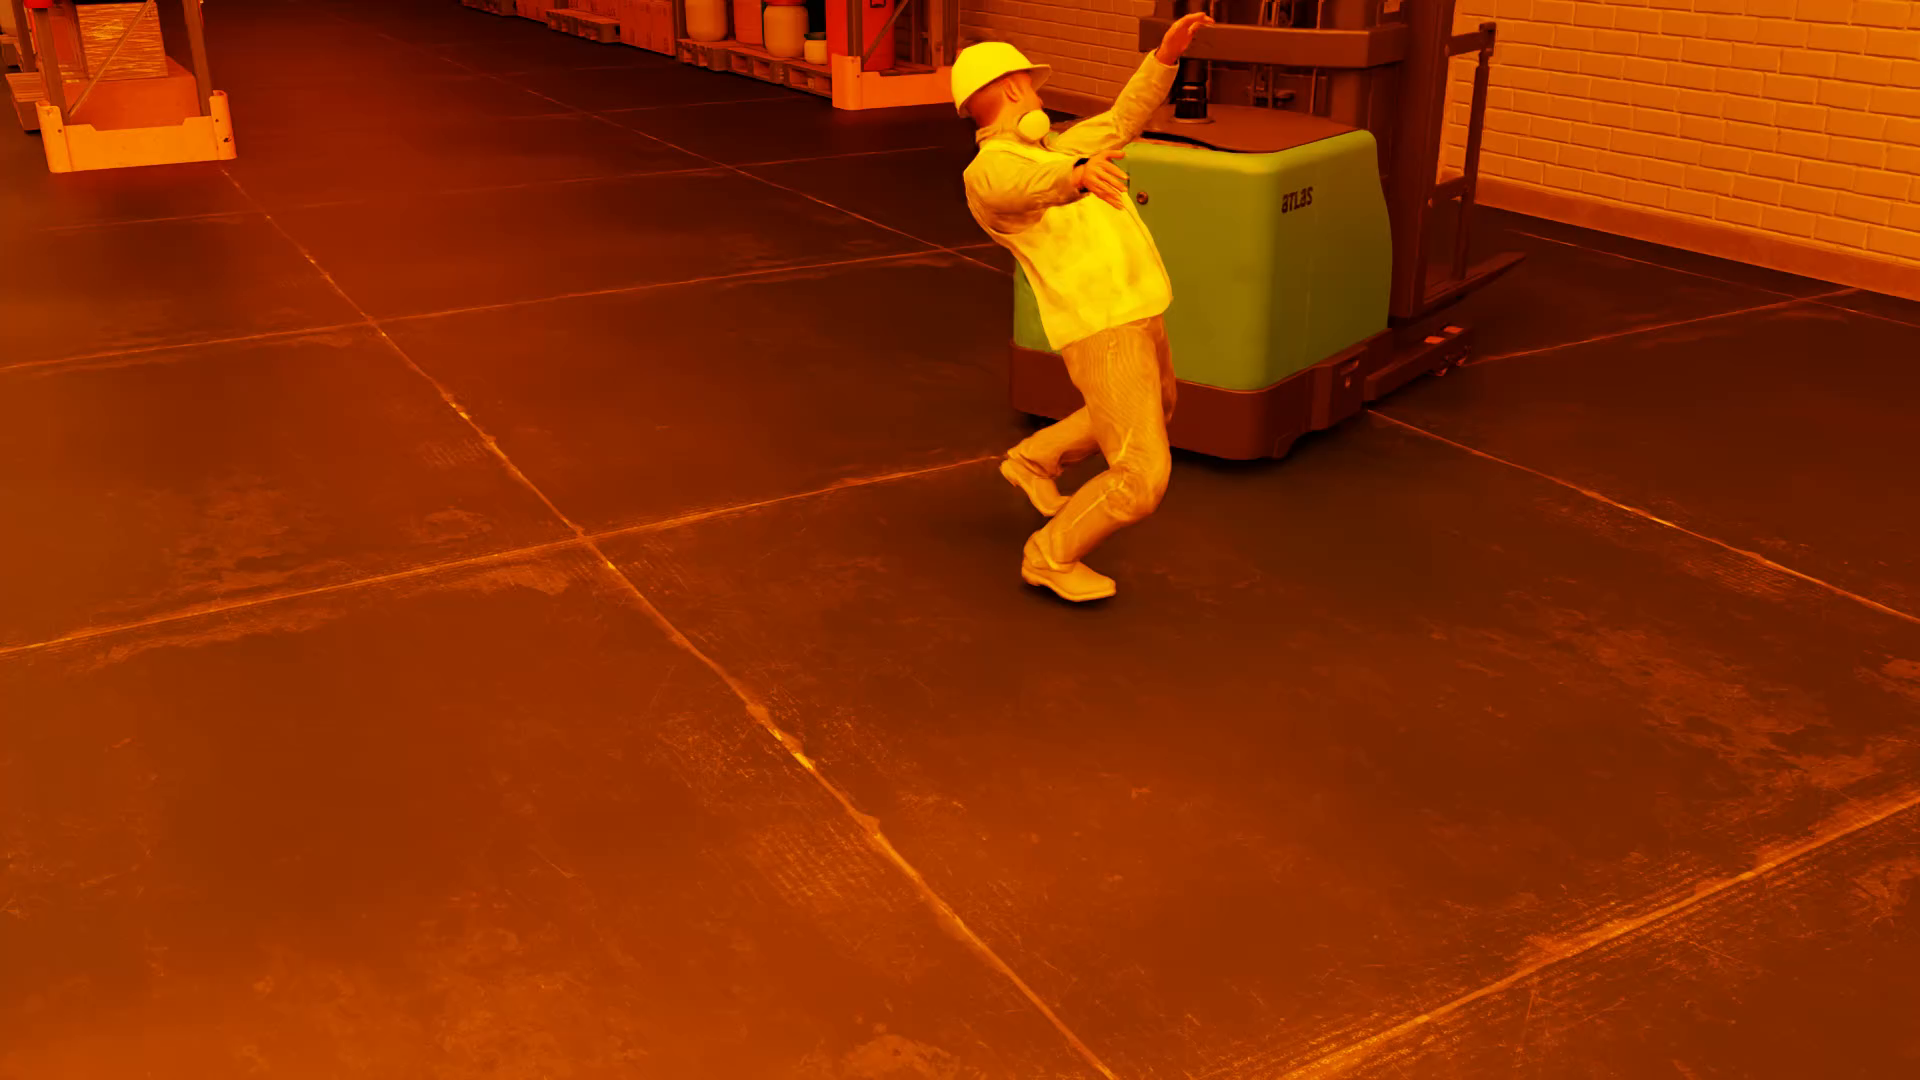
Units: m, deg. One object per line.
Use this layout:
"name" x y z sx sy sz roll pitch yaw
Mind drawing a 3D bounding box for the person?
"person" 0.276 -0.589 4.484 0.706 1.559 1.047 4 23 9

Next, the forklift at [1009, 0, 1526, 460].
"forklift" 1.477 -2.118 6.435 1.130 2.935 3.031 16 27 34
